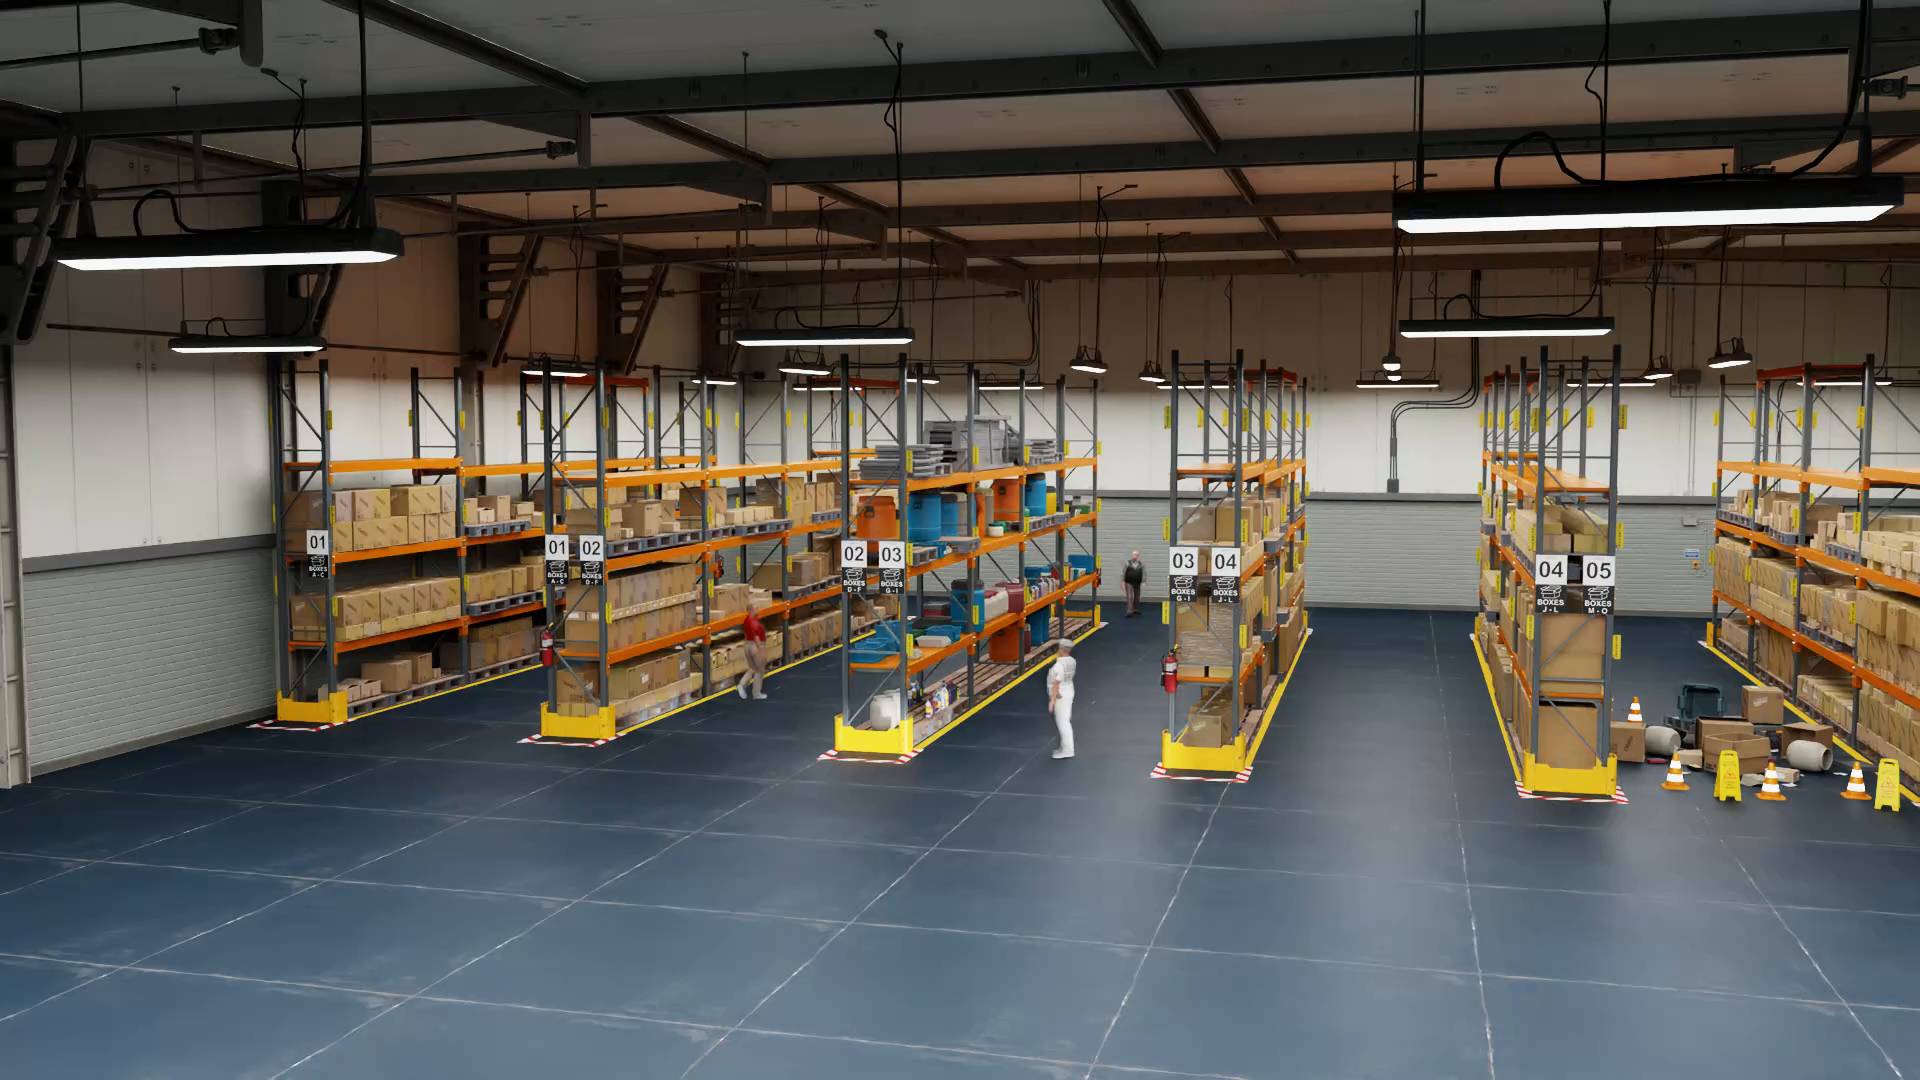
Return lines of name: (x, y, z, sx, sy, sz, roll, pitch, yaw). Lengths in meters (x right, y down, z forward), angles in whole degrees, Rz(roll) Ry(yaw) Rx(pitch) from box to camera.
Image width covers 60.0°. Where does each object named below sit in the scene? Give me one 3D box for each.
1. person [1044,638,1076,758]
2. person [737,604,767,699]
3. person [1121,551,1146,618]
person: (1.492, 2.345, 24.761, 0.448, 1.780, 0.640, 1, 4, 8)
person: (-3.683, 1.985, 29.611, 0.547, 1.707, 0.535, 4, 6, 45)
person: (4.419, 1.124, 42.264, 0.612, 1.693, 0.906, -1, 4, -10)
